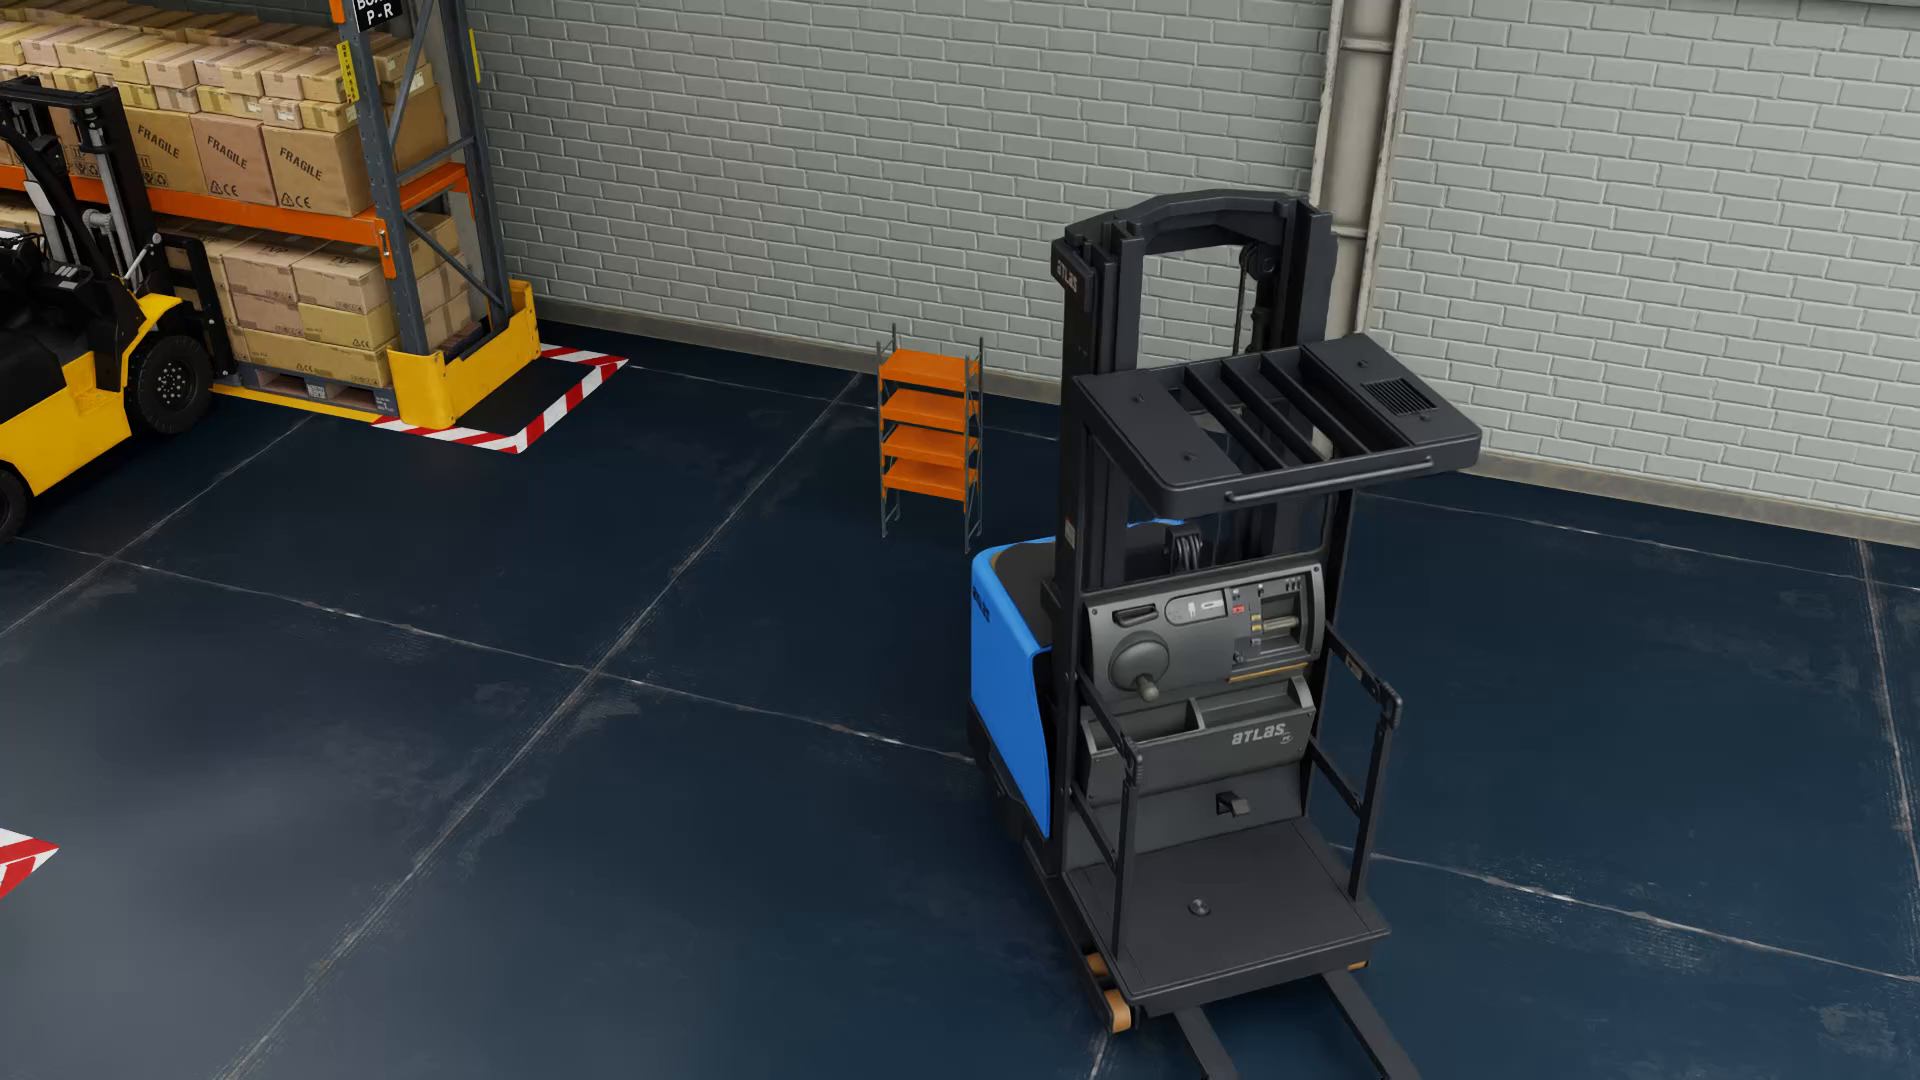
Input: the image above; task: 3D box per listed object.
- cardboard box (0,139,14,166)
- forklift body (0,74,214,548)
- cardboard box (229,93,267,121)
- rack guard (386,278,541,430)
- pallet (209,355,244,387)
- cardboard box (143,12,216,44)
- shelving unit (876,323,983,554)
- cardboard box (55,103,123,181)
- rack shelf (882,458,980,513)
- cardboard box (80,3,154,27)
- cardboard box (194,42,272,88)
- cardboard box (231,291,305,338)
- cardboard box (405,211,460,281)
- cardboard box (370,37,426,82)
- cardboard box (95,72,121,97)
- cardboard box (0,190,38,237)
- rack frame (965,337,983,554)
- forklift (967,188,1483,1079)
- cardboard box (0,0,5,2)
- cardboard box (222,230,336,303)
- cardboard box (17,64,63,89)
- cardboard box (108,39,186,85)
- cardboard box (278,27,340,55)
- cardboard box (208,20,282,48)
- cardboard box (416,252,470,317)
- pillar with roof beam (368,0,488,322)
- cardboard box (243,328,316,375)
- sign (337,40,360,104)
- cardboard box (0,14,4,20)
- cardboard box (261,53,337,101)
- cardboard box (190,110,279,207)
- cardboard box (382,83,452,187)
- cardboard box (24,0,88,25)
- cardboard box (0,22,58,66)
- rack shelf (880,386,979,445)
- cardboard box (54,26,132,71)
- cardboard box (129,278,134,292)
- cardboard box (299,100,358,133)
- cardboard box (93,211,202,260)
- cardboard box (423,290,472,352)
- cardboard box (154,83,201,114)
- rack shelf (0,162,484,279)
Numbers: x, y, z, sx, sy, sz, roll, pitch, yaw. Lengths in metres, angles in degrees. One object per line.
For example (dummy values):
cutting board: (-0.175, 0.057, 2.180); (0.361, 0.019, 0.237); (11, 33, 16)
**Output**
cardboard box: (-6.110, -2.737, 10.600); (0.500, 0.500, 0.500); (12, 35, 17)
forklift body: (-5.571, -1.323, 9.285); (1.214, 2.155, 2.313); (11, 34, 16)
cardboard box: (-4.066, -2.610, 9.804); (0.250, 0.149, 0.380); (12, 35, 17)
rack guard: (-3.148, -1.210, 10.631); (0.348, 0.500, 1.175); (11, 34, 16)
pallet: (-5.049, -1.436, 11.247); (1.213, 0.211, 1.003); (11, 34, 16)
cardboard box: (-4.861, -3.172, 10.401); (0.250, 0.149, 0.380); (11, 34, 17)
shelving unit: (-0.156, -0.534, 8.939); (0.503, 1.200, 0.258); (11, 34, 16)
cardboard box: (-5.167, -2.542, 10.298); (0.500, 0.500, 0.500); (11, 35, 17)
rack shelf: (-0.156, -0.311, 9.084); (0.480, 0.148, 0.258); (11, 34, 16)
cardboard box: (-5.339, -3.281, 10.570); (0.250, 0.149, 0.380); (11, 34, 16)
cardboard box: (-4.286, -2.809, 9.838); (0.250, 0.149, 0.380); (11, 35, 17)
cardboard box: (-4.203, -1.522, 10.498); (0.500, 0.250, 0.500); (11, 34, 16)
cardboard box: (-3.559, -1.890, 10.607); (0.500, 0.250, 0.500); (10, 34, 16)
cardboard box: (-3.415, -2.875, 9.940); (0.250, 0.149, 0.380); (10, 34, 16)
cardboard box: (-5.012, -2.813, 10.120); (0.250, 0.149, 0.380); (11, 34, 16)
cardboard box: (-6.108, -2.090, 10.916); (0.500, 0.250, 0.500); (11, 34, 17)
rack frame: (0.074, -0.490, 8.870); (0.015, 1.200, 0.240); (11, 34, 16)
forklift: (0.974, 0.392, 5.909); (1.130, 2.935, 3.031); (-10, 34, -15)
cardboard box: (-6.311, -3.465, 10.854); (0.250, 0.149, 0.380); (10, 34, 15)
cardboard box: (-4.192, -1.721, 10.345); (0.500, 0.250, 0.500); (12, 35, 17)
cardboard box: (-5.529, -2.869, 10.207); (0.250, 0.149, 0.380); (10, 34, 15)
cardboard box: (-4.814, -2.844, 9.893); (0.250, 0.149, 0.380); (12, 35, 17)
cardboard box: (-3.903, -2.981, 10.105); (0.250, 0.149, 0.380); (12, 35, 17)
cardboard box: (-4.387, -3.069, 10.242); (0.250, 0.149, 0.380); (12, 35, 18)
cardboard box: (-3.543, -1.688, 10.754); (0.500, 0.250, 0.500); (12, 35, 17)
pillar with roof beam: (-4.974, -3.174, 5.838); (0.400, 9.000, 9.100); (11, 34, 16)
cardboard box: (-4.184, -1.306, 10.624); (0.500, 0.250, 0.500); (11, 34, 16)
sign: (-3.367, -2.576, 9.156); (0.005, 0.325, 0.100); (11, 34, 16)
cardboard box: (-6.216, -3.182, 10.417); (0.250, 0.149, 0.380); (10, 34, 16)
cardboard box: (-3.821, -2.691, 9.656); (0.250, 0.149, 0.380); (11, 34, 17)
cardboard box: (-4.208, -2.362, 10.019); (0.500, 0.500, 0.500); (12, 35, 18)
cardboard box: (-3.543, -2.539, 10.293); (0.500, 0.500, 0.500); (12, 35, 18)
cardboard box: (-5.801, -3.409, 10.769); (0.250, 0.149, 0.380); (10, 34, 16)
cardboard box: (-5.755, -3.049, 10.211); (0.250, 0.149, 0.380); (10, 34, 16)
rack shelf: (-0.156, -0.666, 8.855); (0.480, 0.148, 0.258); (11, 34, 16)
cardboard box: (-5.256, -2.994, 10.126); (0.250, 0.149, 0.380); (11, 34, 17)
cardboard box: (-5.165, -1.700, 10.772); (0.500, 0.250, 0.500); (11, 34, 16)
cardboard box: (-3.591, -2.499, 9.634); (0.250, 0.149, 0.380); (12, 35, 17)
cardboard box: (-5.145, -1.905, 10.629); (0.500, 0.250, 0.500); (10, 34, 15)
cardboard box: (-3.567, -1.475, 10.886); (0.500, 0.250, 0.500); (11, 34, 17)
cardboard box: (-4.562, -2.686, 9.922); (0.250, 0.149, 0.380); (10, 34, 15)
rack shelf: (-5.053, -2.328, 10.722); (4.000, 0.370, 1.077); (11, 34, 16)
